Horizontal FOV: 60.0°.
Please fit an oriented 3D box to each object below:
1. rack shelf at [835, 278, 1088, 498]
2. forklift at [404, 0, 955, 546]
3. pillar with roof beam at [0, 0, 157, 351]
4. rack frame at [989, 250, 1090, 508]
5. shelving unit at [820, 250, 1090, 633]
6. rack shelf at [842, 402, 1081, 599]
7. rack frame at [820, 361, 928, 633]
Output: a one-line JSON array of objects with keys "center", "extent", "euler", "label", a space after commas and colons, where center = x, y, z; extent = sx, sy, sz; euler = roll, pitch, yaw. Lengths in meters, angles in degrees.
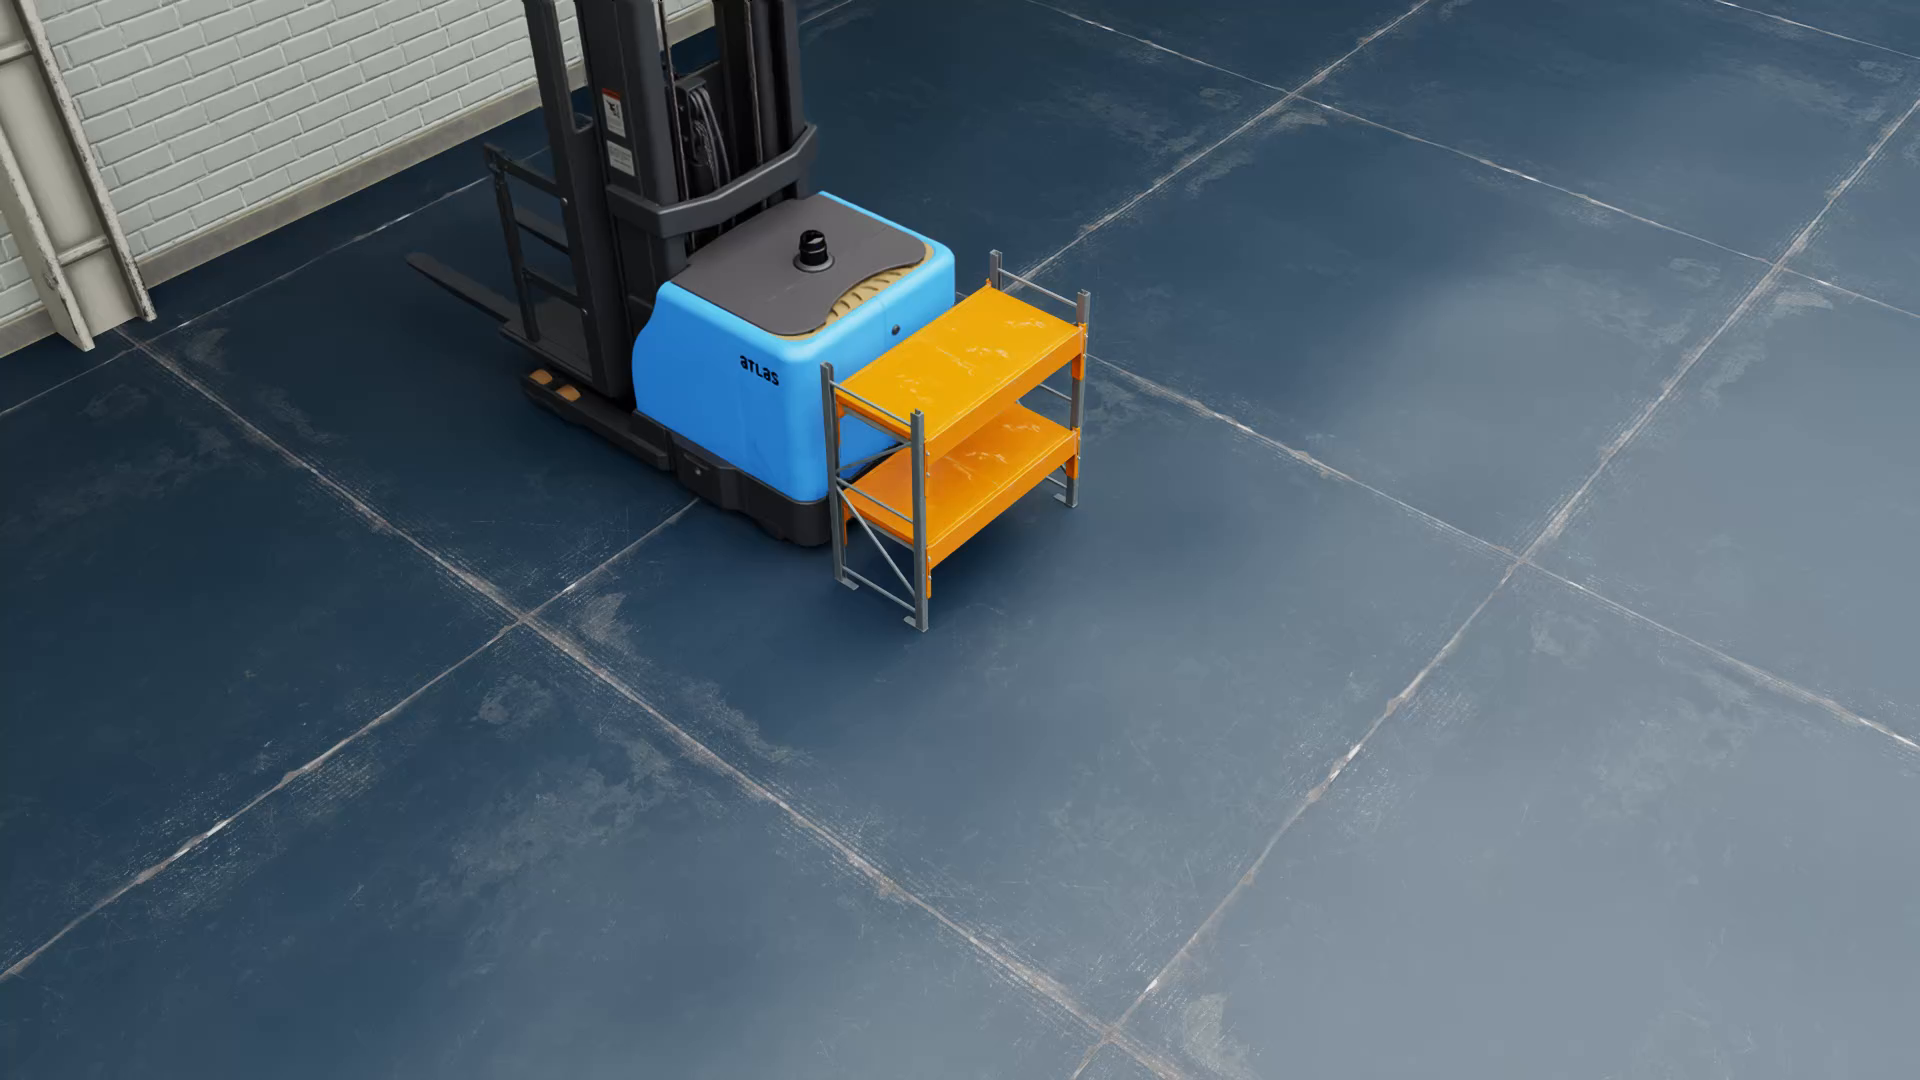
[{"center": [-0.004, -0.629, 6.671], "extent": [0.538, 0.278, 1.000], "euler": [29, 50, 28], "label": "rack shelf"}, {"center": [-1.466, -1.895, 7.155], "extent": [3.031, 2.935, 1.130], "euler": [29, 50, 28], "label": "forklift"}, {"center": [-1.053, -2.570, 3.388], "extent": [9.100, 9.000, 0.400], "euler": [29, 50, 28], "label": "pillar with roof beam"}, {"center": [0.323, -0.674, 7.156], "extent": [0.500, 1.125, 0.032], "euler": [29, 50, 28], "label": "rack frame"}, {"center": [-0.004, -0.413, 6.868], "extent": [0.538, 1.125, 1.048], "euler": [29, 50, 28], "label": "shelving unit"}, {"center": [-0.004, -0.232, 7.032], "extent": [0.538, 0.278, 1.000], "euler": [29, 50, 28], "label": "rack shelf"}, {"center": [-0.332, -0.151, 6.580], "extent": [0.500, 1.125, 0.032], "euler": [29, 50, 28], "label": "rack frame"}]
